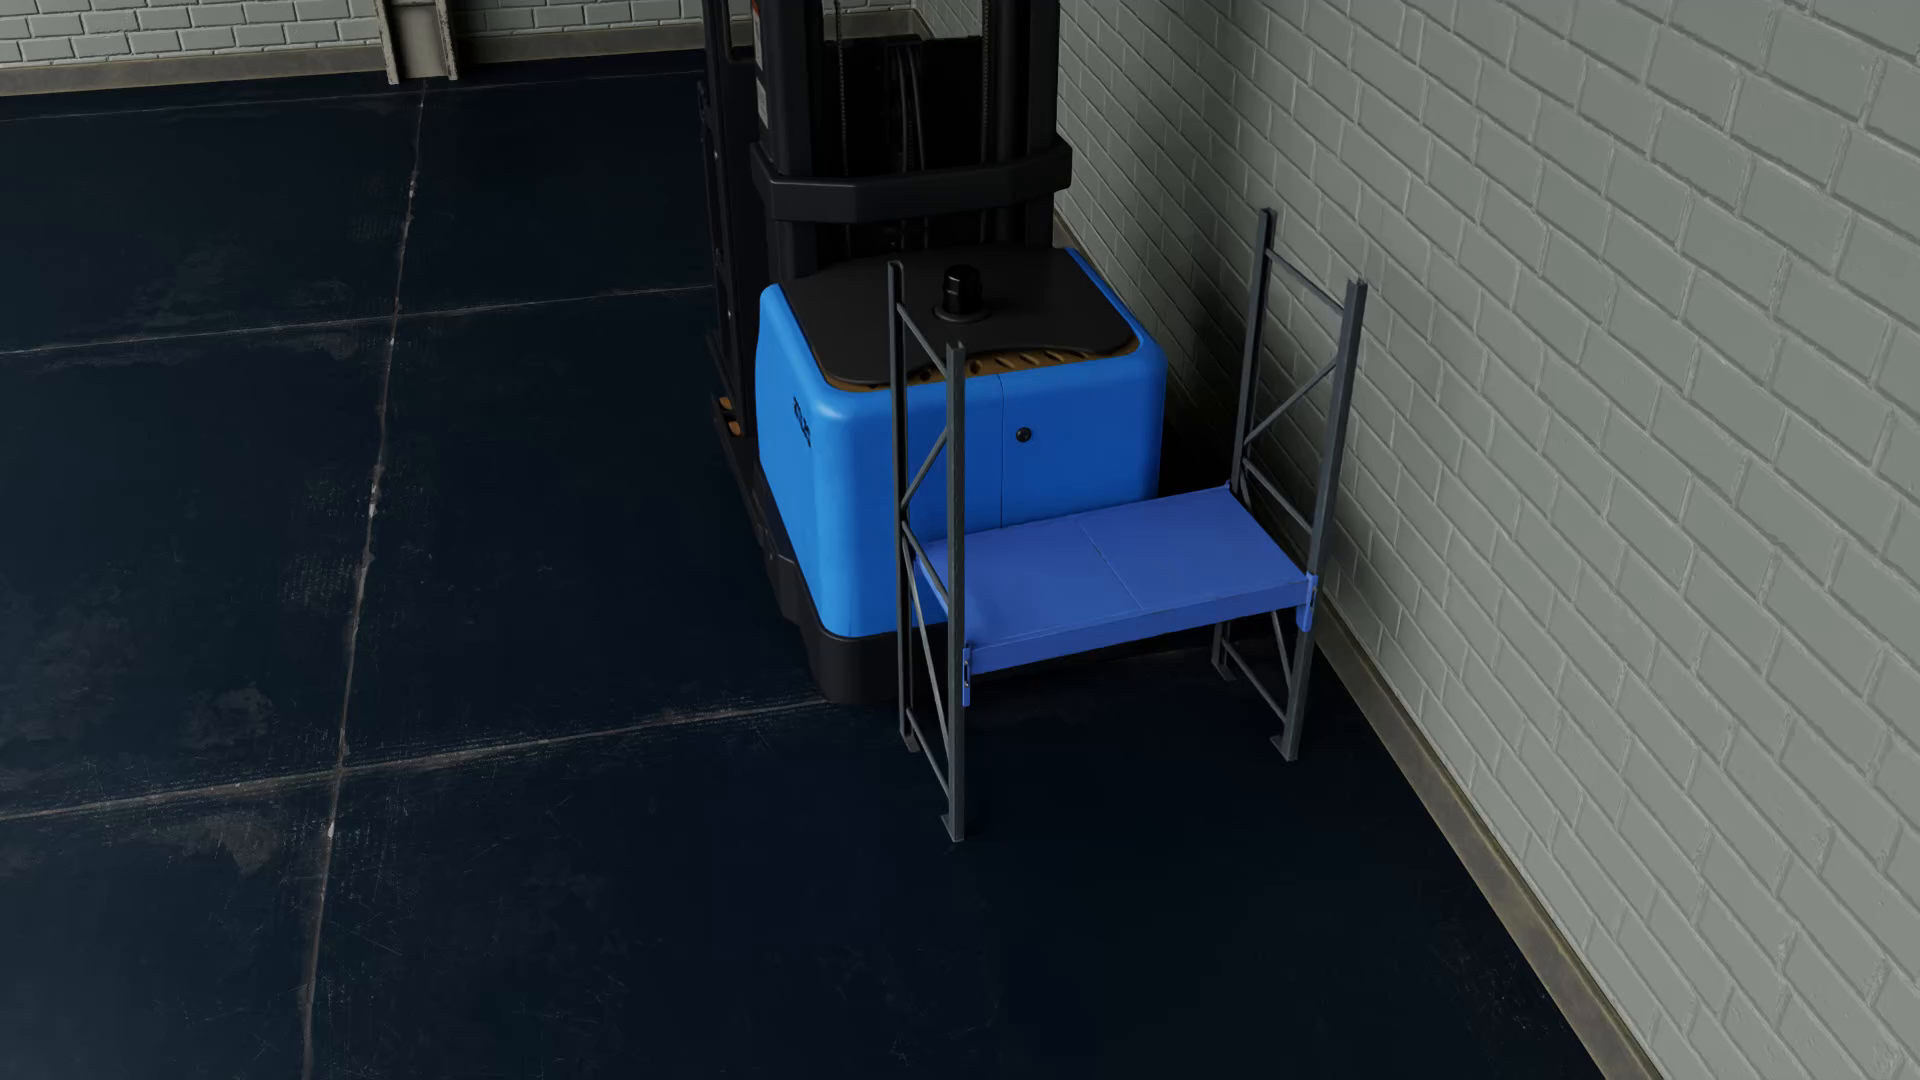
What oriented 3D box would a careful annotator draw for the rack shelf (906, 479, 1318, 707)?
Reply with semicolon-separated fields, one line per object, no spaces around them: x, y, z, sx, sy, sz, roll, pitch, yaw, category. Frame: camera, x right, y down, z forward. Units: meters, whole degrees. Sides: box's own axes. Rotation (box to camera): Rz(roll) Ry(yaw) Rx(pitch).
0.398;0.126;4.539;1.000;0.185;0.538;-11;35;-16;rack shelf

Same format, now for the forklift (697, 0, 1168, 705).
-0.311;-1.548;5.426;1.130;2.935;3.031;-9;35;-14;forklift

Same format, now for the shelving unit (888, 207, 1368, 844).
0.398;-0.023;4.439;1.048;1.500;0.538;-11;35;-16;shelving unit

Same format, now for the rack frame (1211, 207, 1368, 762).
0.878;-0.116;4.576;0.032;1.500;0.500;-11;35;-16;rack frame

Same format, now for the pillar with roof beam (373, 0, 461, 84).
-2.226;-4.168;3.886;0.400;9.000;9.100;-7;35;-11;pillar with roof beam

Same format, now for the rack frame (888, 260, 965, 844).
-0.083;0.069;4.301;0.032;1.500;0.500;-11;35;-16;rack frame
